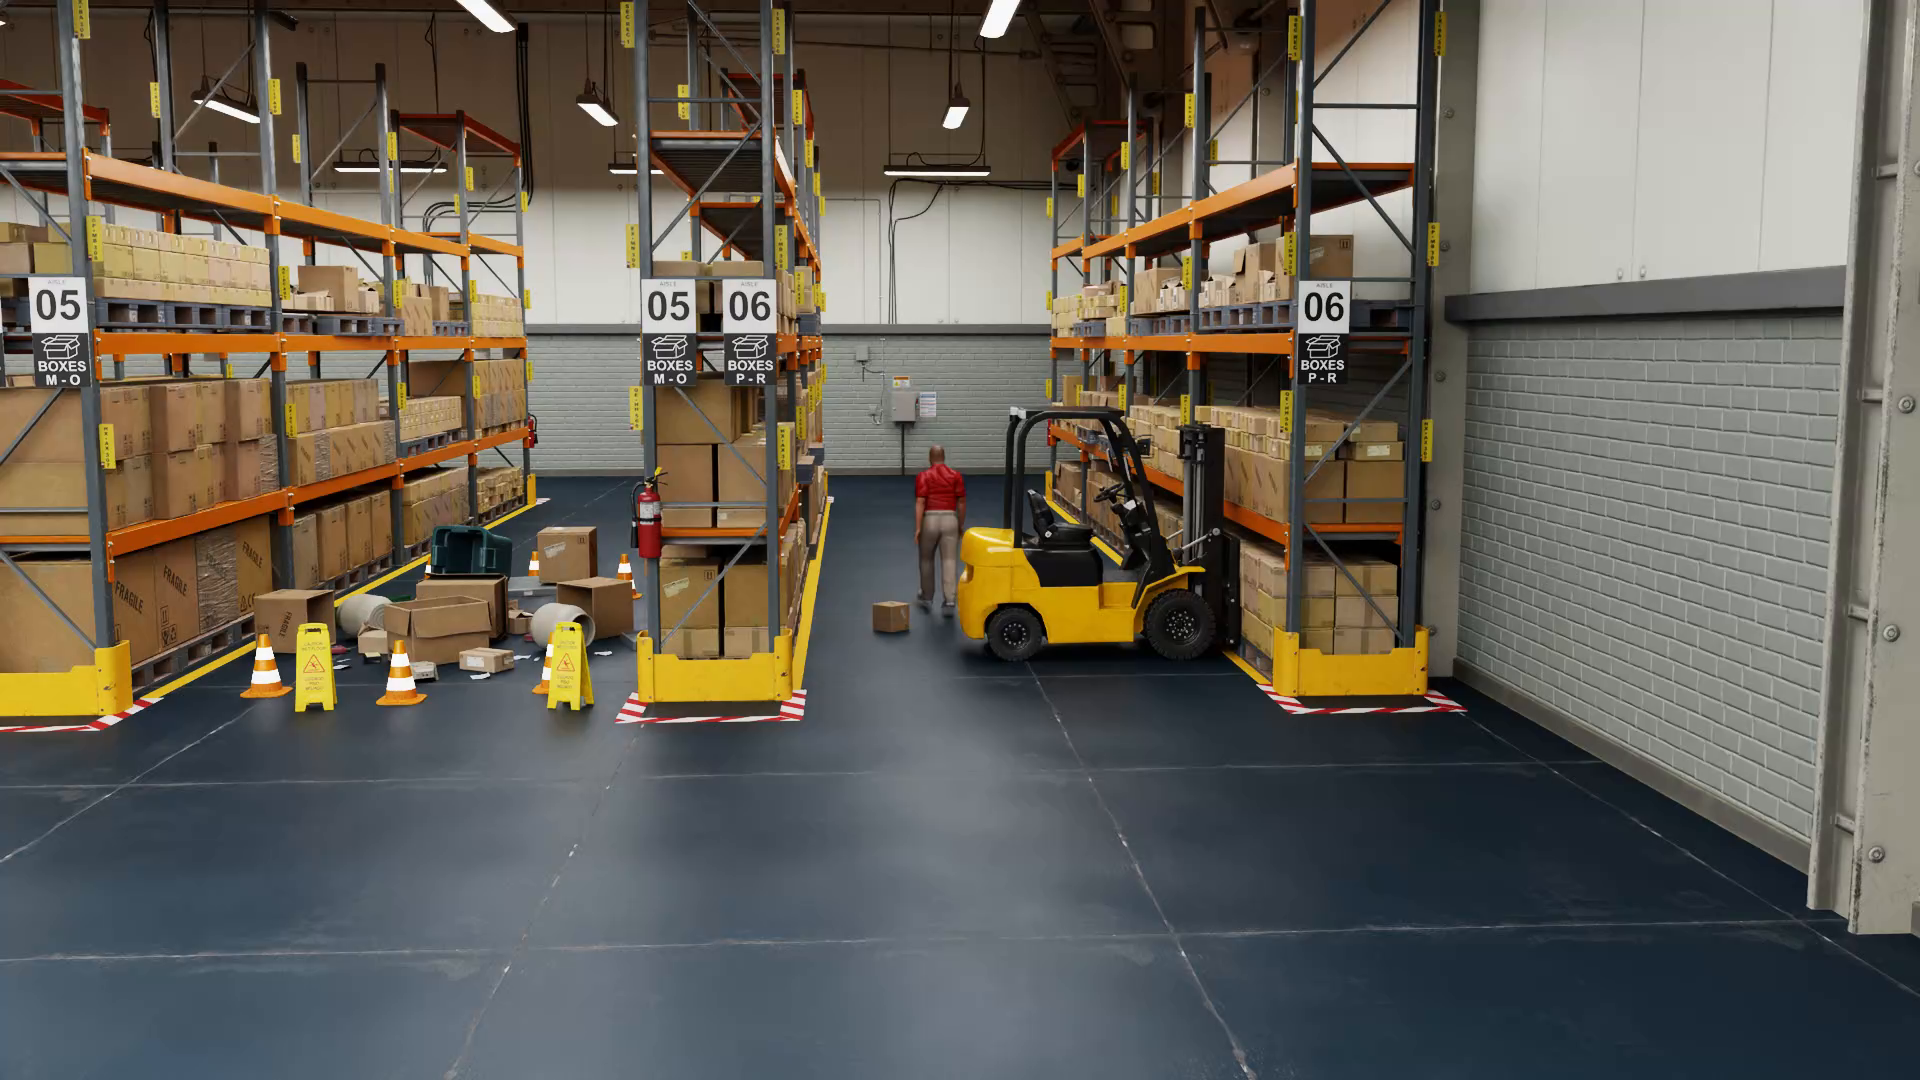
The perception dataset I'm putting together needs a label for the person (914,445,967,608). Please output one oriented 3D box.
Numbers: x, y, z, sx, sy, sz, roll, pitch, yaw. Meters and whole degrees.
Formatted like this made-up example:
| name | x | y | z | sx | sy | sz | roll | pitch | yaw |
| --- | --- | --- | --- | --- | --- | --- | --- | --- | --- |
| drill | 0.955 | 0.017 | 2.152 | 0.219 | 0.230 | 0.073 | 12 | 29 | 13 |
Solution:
| name | x | y | z | sx | sy | sz | roll | pitch | yaw |
| --- | --- | --- | --- | --- | --- | --- | --- | --- | --- |
| person | -0.206 | -0.138 | 17.057 | 0.566 | 1.669 | 1.072 | -1 | 7 | -8 |
